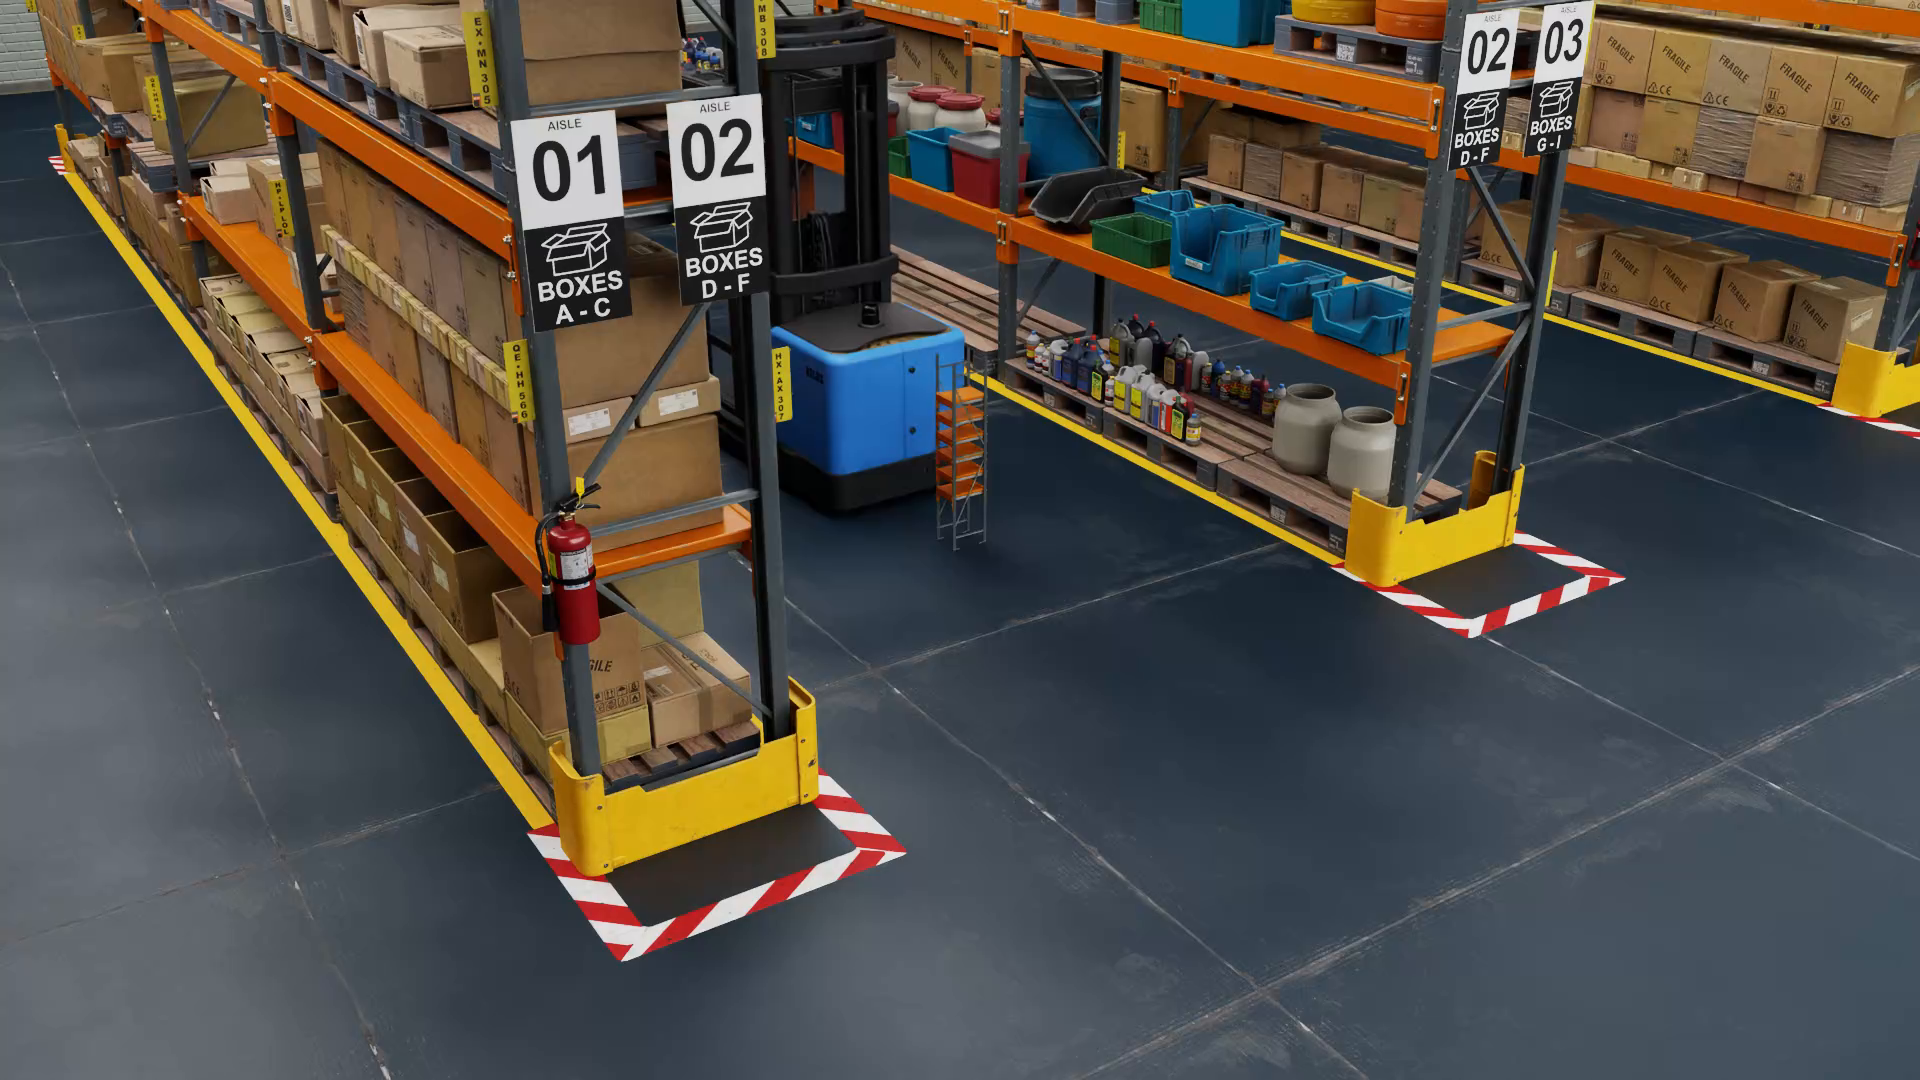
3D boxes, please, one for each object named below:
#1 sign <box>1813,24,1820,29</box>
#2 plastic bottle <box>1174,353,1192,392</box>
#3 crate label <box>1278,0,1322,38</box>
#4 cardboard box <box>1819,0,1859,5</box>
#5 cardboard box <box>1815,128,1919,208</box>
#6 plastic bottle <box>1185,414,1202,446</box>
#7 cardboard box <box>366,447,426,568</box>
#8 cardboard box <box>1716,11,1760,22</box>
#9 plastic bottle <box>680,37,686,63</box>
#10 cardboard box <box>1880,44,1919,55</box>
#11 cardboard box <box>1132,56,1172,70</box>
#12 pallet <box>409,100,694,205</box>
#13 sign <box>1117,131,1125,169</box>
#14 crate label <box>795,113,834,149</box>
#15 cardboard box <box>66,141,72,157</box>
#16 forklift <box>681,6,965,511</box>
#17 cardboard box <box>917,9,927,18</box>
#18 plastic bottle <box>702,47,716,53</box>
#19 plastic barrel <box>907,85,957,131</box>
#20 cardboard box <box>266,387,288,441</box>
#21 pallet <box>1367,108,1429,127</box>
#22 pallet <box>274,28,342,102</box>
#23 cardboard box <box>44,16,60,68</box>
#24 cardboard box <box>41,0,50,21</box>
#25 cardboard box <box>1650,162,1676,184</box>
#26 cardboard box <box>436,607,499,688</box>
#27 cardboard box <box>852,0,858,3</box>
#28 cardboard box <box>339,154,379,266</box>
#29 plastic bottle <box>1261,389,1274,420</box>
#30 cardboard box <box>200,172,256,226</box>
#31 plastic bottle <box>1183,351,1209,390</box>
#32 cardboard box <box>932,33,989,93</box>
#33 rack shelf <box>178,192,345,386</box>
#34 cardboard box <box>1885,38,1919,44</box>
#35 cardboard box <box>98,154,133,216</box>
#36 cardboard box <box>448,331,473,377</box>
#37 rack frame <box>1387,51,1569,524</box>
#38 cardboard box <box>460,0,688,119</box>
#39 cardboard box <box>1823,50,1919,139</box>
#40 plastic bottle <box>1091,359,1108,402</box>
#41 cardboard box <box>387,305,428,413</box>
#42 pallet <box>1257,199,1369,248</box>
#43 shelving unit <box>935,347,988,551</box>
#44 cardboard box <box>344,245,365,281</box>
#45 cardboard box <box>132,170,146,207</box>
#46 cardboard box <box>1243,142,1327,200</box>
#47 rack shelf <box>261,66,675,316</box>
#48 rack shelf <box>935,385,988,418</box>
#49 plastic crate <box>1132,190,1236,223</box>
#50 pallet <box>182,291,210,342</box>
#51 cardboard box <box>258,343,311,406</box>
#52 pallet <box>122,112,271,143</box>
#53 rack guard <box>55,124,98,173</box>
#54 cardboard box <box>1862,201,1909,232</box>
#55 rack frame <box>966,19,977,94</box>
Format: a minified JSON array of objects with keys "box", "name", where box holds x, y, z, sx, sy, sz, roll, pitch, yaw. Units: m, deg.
[{"box":[8.653,-5.314,16.730,0.100,0.325,0.005,-16,29,-30],"name":"sign"},{"box":[1.612,-1.222,11.991,0.061,0.283,0.133,-16,29,-30],"name":"plastic bottle"},{"box":[2.180,-3.287,10.361,0.502,0.251,0.408,-16,29,-30],"name":"crate label"},{"box":[6.324,-3.986,11.841,0.500,0.250,0.500,-15,29,-29],"name":"cardboard box"},{"box":[6.797,-2.789,12.178,0.875,0.500,0.500,-16,29,-30],"name":"cardboard box"},{"box":[1.555,-0.740,11.066,0.097,0.201,0.097,0,25,0],"name":"plastic bottle"},{"box":[-2.874,-0.219,9.050,0.500,0.500,0.500,-16,29,-30],"name":"cardboard box"},{"box":[8.544,-5.814,17.763,0.700,0.500,0.500,-16,30,-30],"name":"cardboard box"},{"box":[-2.971,-5.235,17.884,0.144,0.351,0.185,-16,29,-30],"name":"plastic bottle"},{"box":[7.003,-3.298,12.086,0.500,0.500,0.500,-16,29,-30],"name":"cardboard box"},{"box":[2.231,-5.431,18.125,0.500,0.500,0.500,-15,29,-28],"name":"cardboard box"},{"box":[-1.592,-1.674,6.873,1.003,0.211,1.213,-16,29,-30],"name":"pallet"},{"box":[1.208,-2.932,12.623,0.100,0.325,0.005,-16,29,-30],"name":"sign"},{"box":[-1.127,-3.711,14.555,0.502,0.435,0.616,-16,29,-30],"name":"crate label"},{"box":[-10.021,-4.501,19.096,0.380,0.149,0.250,-16,29,-30],"name":"cardboard box"},{"box":[-1.192,-2.088,11.239,1.130,2.935,3.031,-16,30,-30],"name":"forklift"},{"box":[-0.338,-6.893,21.632,0.380,0.149,0.250,-15,29,-29],"name":"cardboard box"},{"box":[-2.665,-5.111,17.708,0.152,0.276,0.135,-16,29,-30],"name":"plastic bottle"},{"box":[-0.234,-3.554,14.106,0.433,0.535,0.433,0,25,0],"name":"plastic barrel"},{"box":[-4.434,-0.921,11.416,0.500,0.250,0.500,-15,29,-28],"name":"cardboard box"},{"box":[4.596,-4.057,15.556,1.003,0.211,1.213,-16,29,-30],"name":"pallet"},{"box":[-2.924,-2.547,8.721,1.003,0.211,1.213,-16,29,-30],"name":"pallet"},{"box":[-9.654,-5.463,18.192,0.500,0.500,0.500,-16,30,-30],"name":"cardboard box"},{"box":[-9.649,-5.914,17.975,0.500,0.500,0.500,-15,29,-29],"name":"cardboard box"},{"box":[5.761,-2.964,13.309,0.380,0.149,0.250,-16,29,-30],"name":"cardboard box"},{"box":[-2.325,0.477,8.454,0.500,0.250,0.500,-16,29,-30],"name":"cardboard box"},{"box":[-1.318,-7.535,22.993,0.380,0.149,0.250,-16,30,-30],"name":"cardboard box"},{"box":[-2.887,-1.824,8.963,0.700,0.500,0.500,-16,29,-30],"name":"cardboard box"},{"box":[2.140,-0.943,11.497,0.097,0.201,0.097,0,25,0],"name":"plastic bottle"},{"box":[-5.269,-2.555,12.253,0.500,0.311,0.500,-16,30,-30],"name":"cardboard box"},{"box":[1.701,-1.243,12.045,0.152,0.276,0.135,-15,29,-29],"name":"plastic bottle"},{"box":[0.231,-6.182,21.829,0.875,0.875,0.875,-16,29,-30],"name":"cardboard box"},{"box":[-4.503,-1.920,11.645,1.077,0.370,4.000,-16,29,-30],"name":"rack shelf"},{"box":[9.633,-4.704,16.524,0.875,0.550,0.550,-16,29,-30],"name":"cardboard box"},{"box":[-8.327,-3.597,16.769,0.500,0.500,0.500,-16,29,-30],"name":"cardboard box"},{"box":[-2.158,-0.899,7.763,0.380,0.149,0.250,-15,29,-28],"name":"cardboard box"},{"box":[2.925,-1.252,9.388,1.000,3.000,0.127,-16,29,-30],"name":"rack frame"},{"box":[-1.538,-1.962,6.601,0.797,0.503,0.637,-13,28,-26],"name":"cardboard box"},{"box":[6.567,-3.177,11.829,0.500,0.500,0.500,-16,29,-30],"name":"cardboard box"},{"box":[0.993,-1.131,11.799,0.061,0.283,0.133,-14,29,-27],"name":"plastic bottle"},{"box":[-2.599,-1.050,8.843,0.700,0.500,0.500,-15,29,-29],"name":"cardboard box"},{"box":[3.795,-3.291,16.973,1.003,0.211,1.213,-16,29,-30],"name":"pallet"},{"box":[0.008,-0.537,9.983,0.258,1.200,0.189,-16,29,-30],"name":"shelving unit"},{"box":[-3.147,-1.545,9.132,0.380,0.149,0.250,-16,30,-31],"name":"cardboard box"},{"box":[-7.172,-3.211,15.073,0.500,0.250,0.500,-15,29,-29],"name":"cardboard box"},{"box":[3.404,-3.906,17.422,0.700,0.500,0.500,-18,31,-34],"name":"cardboard box"},{"box":[-2.319,-1.845,7.974,1.077,0.370,4.000,-16,29,-30],"name":"rack shelf"},{"box":[0.008,-0.823,9.848,0.258,0.103,0.180,-16,29,-30],"name":"rack shelf"},{"box":[1.573,-2.283,11.746,0.499,0.251,0.616,-16,29,-30],"name":"plastic crate"},{"box":[-5.970,-1.975,14.186,1.003,0.211,1.213,-16,29,-30],"name":"pallet"},{"box":[-4.432,-1.171,11.289,0.500,0.311,0.500,-16,29,-30],"name":"cardboard box"},{"box":[-6.660,-3.568,14.519,1.003,0.211,1.213,-16,29,-30],"name":"pallet"},{"box":[-9.920,-4.664,19.544,1.175,0.500,0.348,-16,29,-30],"name":"rack guard"},{"box":[6.746,-2.346,12.001,0.380,0.149,0.250,-16,29,-30],"name":"cardboard box"},{"box":[0.524,-6.698,20.925,1.000,3.000,0.127,-16,29,-30],"name":"rack frame"}]
